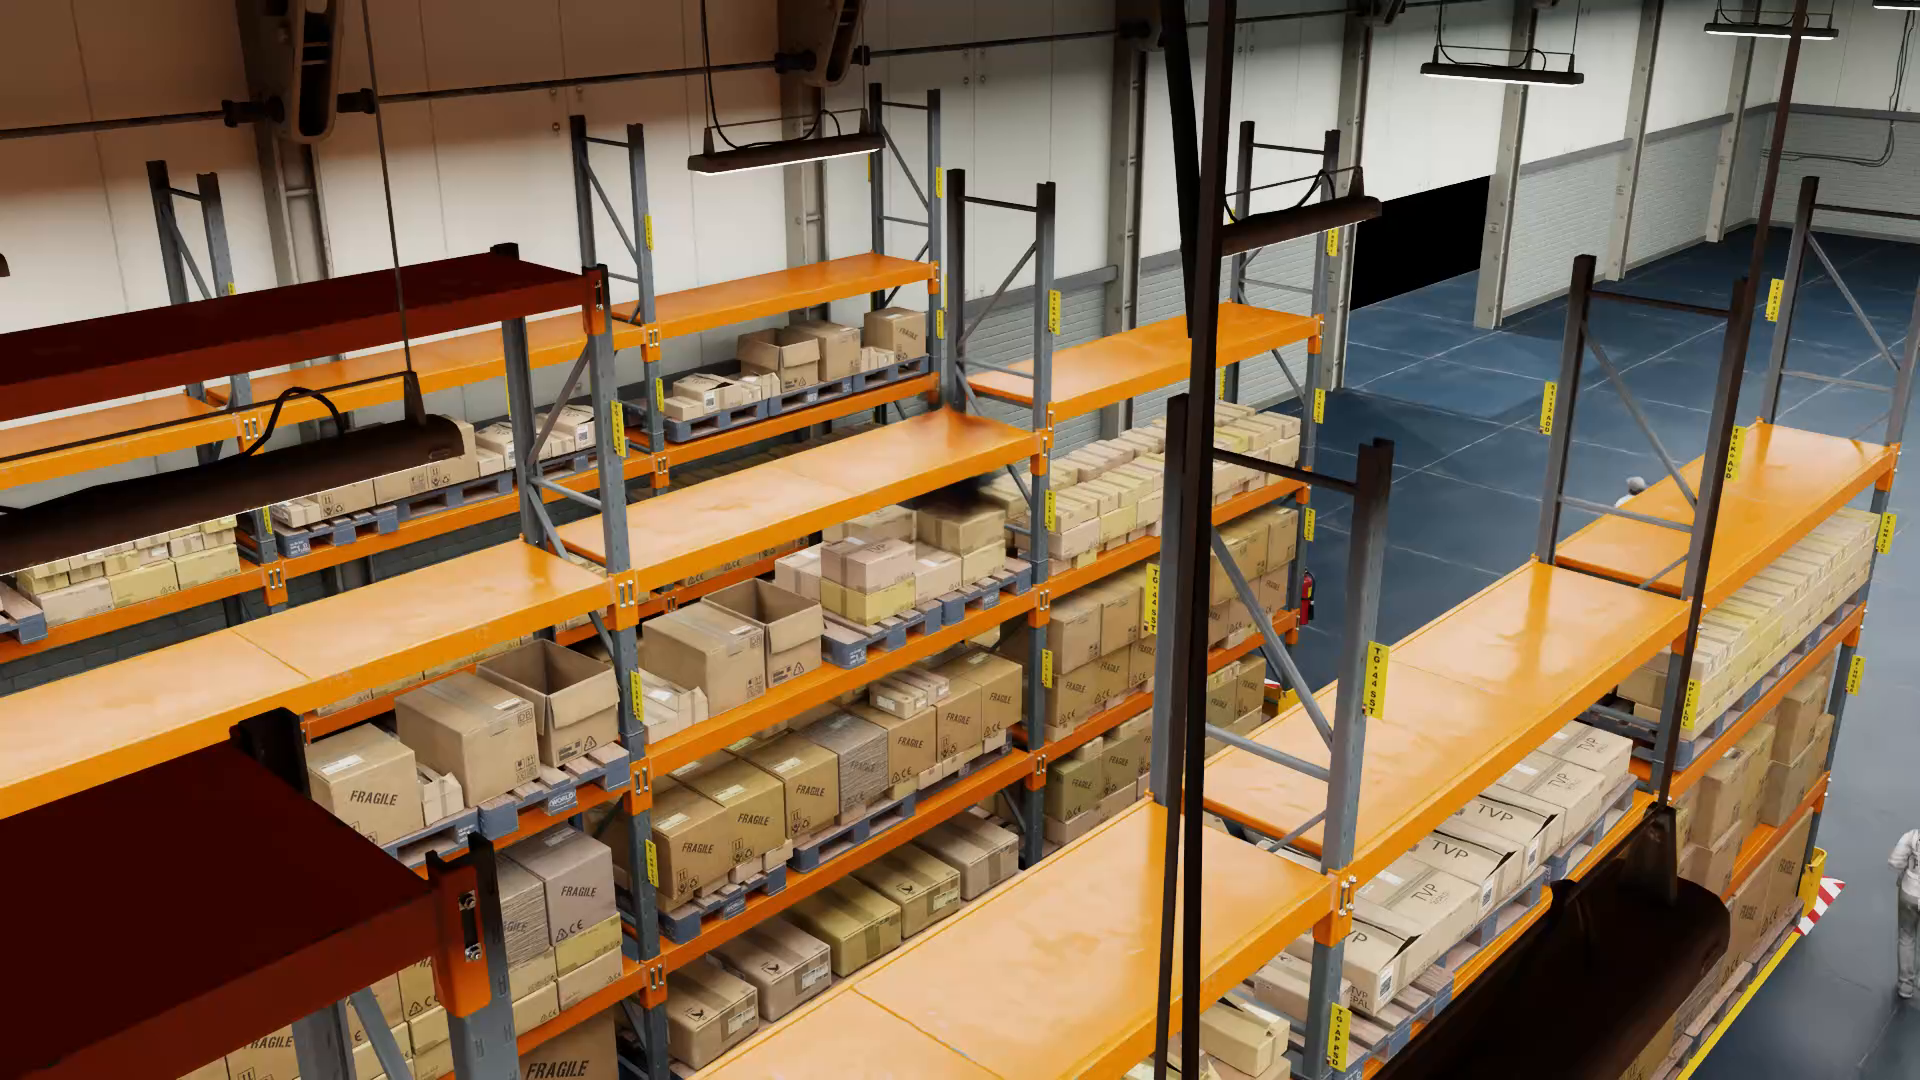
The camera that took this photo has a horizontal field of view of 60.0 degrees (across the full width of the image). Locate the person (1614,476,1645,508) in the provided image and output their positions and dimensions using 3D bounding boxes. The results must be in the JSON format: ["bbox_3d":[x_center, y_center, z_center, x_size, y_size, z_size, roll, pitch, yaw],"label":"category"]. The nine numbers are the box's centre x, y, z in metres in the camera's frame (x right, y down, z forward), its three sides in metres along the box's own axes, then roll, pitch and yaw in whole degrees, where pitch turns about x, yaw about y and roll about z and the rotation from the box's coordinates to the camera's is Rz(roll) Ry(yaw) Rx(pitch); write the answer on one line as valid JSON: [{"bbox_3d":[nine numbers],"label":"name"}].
[{"bbox_3d":[7.930,0.022,19.719,0.616,1.624,0.737,0,21,0],"label":"person"}]

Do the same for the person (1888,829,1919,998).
[{"bbox_3d":[7.421,2.698,12.770,0.600,1.651,0.538,12,24,28],"label":"person"}]
